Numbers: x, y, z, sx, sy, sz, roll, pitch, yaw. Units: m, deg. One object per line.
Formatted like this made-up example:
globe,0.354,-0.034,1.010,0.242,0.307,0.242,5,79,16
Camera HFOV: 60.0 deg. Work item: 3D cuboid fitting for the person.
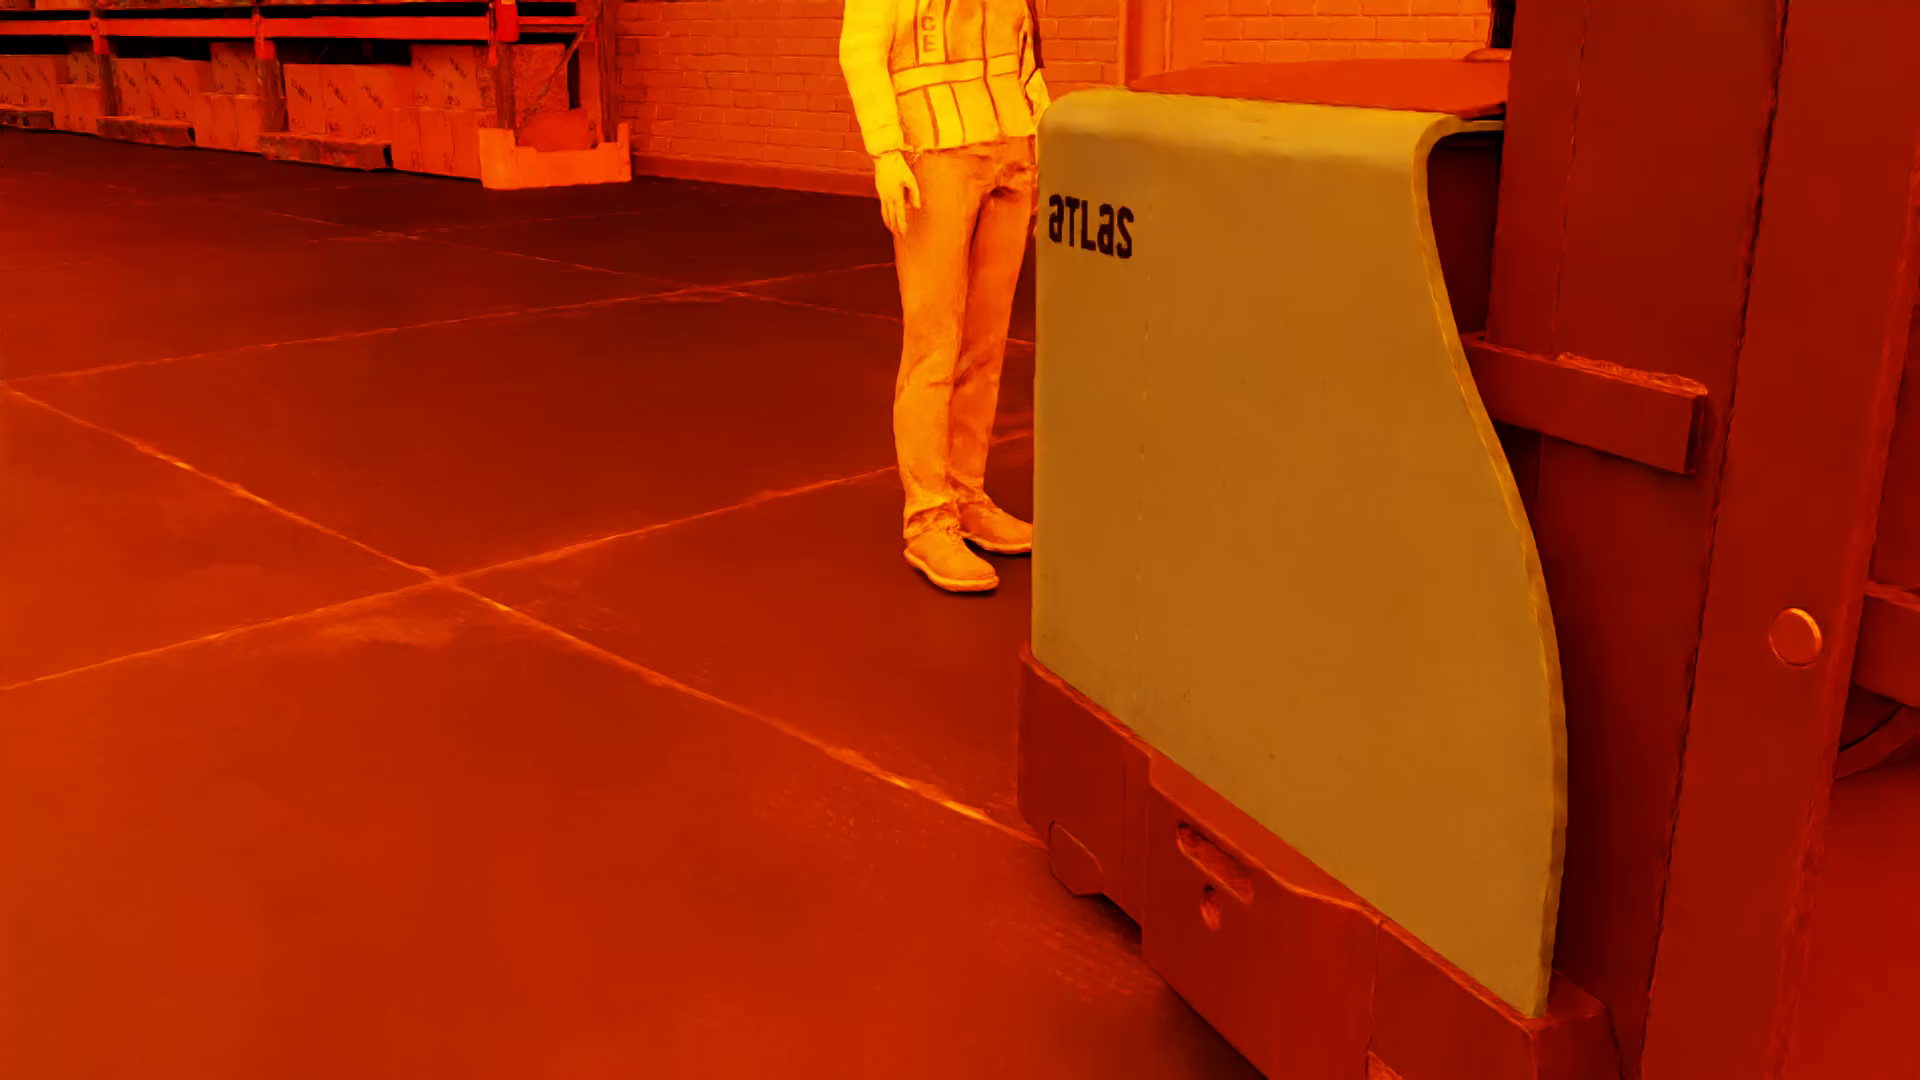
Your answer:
person,0.043,-0.802,3.593,0.533,1.695,0.586,16,23,42

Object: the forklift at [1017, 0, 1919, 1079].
forklift,1.156,-0.621,0.933,1.130,2.935,3.031,-8,19,-23
